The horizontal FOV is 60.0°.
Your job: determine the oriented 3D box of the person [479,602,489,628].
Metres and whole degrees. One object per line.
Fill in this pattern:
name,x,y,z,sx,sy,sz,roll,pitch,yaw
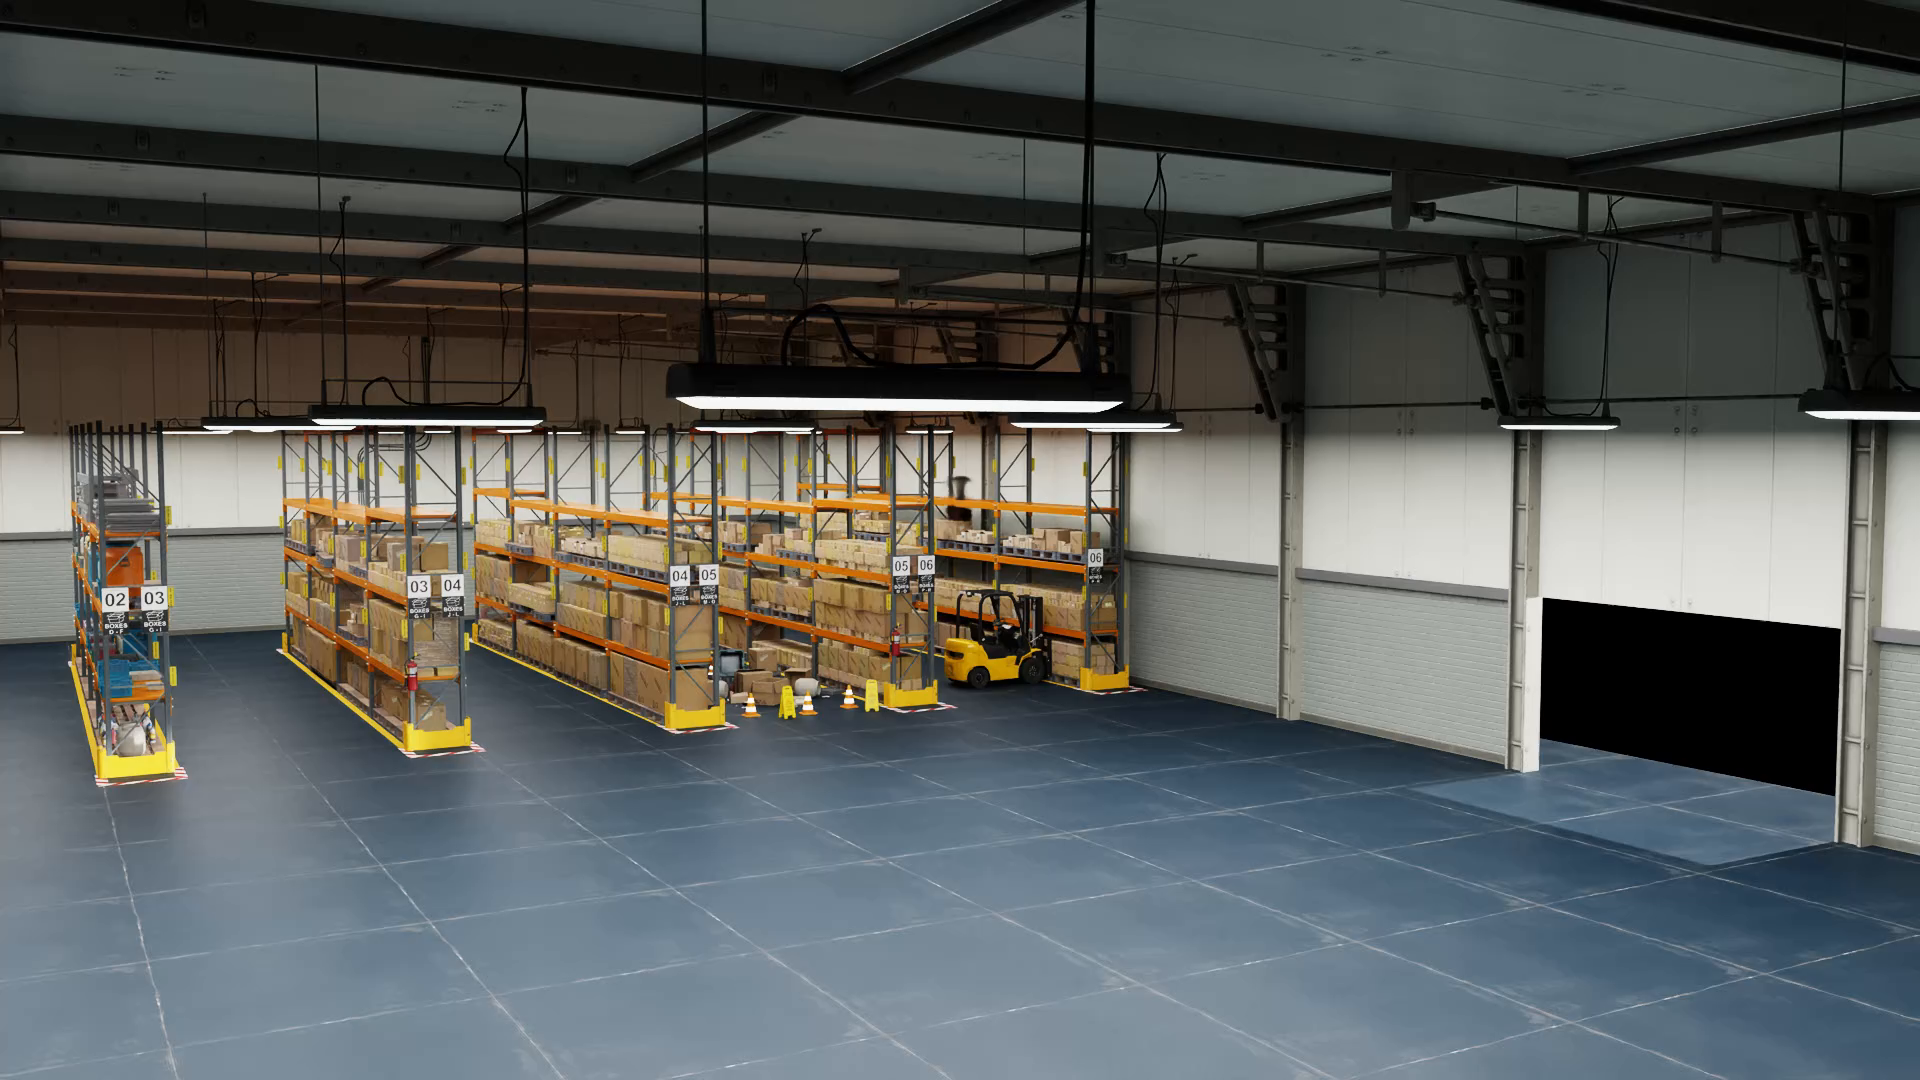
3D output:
person,-13.682,1.968,47.807,0.599,1.620,0.591,2,4,32
